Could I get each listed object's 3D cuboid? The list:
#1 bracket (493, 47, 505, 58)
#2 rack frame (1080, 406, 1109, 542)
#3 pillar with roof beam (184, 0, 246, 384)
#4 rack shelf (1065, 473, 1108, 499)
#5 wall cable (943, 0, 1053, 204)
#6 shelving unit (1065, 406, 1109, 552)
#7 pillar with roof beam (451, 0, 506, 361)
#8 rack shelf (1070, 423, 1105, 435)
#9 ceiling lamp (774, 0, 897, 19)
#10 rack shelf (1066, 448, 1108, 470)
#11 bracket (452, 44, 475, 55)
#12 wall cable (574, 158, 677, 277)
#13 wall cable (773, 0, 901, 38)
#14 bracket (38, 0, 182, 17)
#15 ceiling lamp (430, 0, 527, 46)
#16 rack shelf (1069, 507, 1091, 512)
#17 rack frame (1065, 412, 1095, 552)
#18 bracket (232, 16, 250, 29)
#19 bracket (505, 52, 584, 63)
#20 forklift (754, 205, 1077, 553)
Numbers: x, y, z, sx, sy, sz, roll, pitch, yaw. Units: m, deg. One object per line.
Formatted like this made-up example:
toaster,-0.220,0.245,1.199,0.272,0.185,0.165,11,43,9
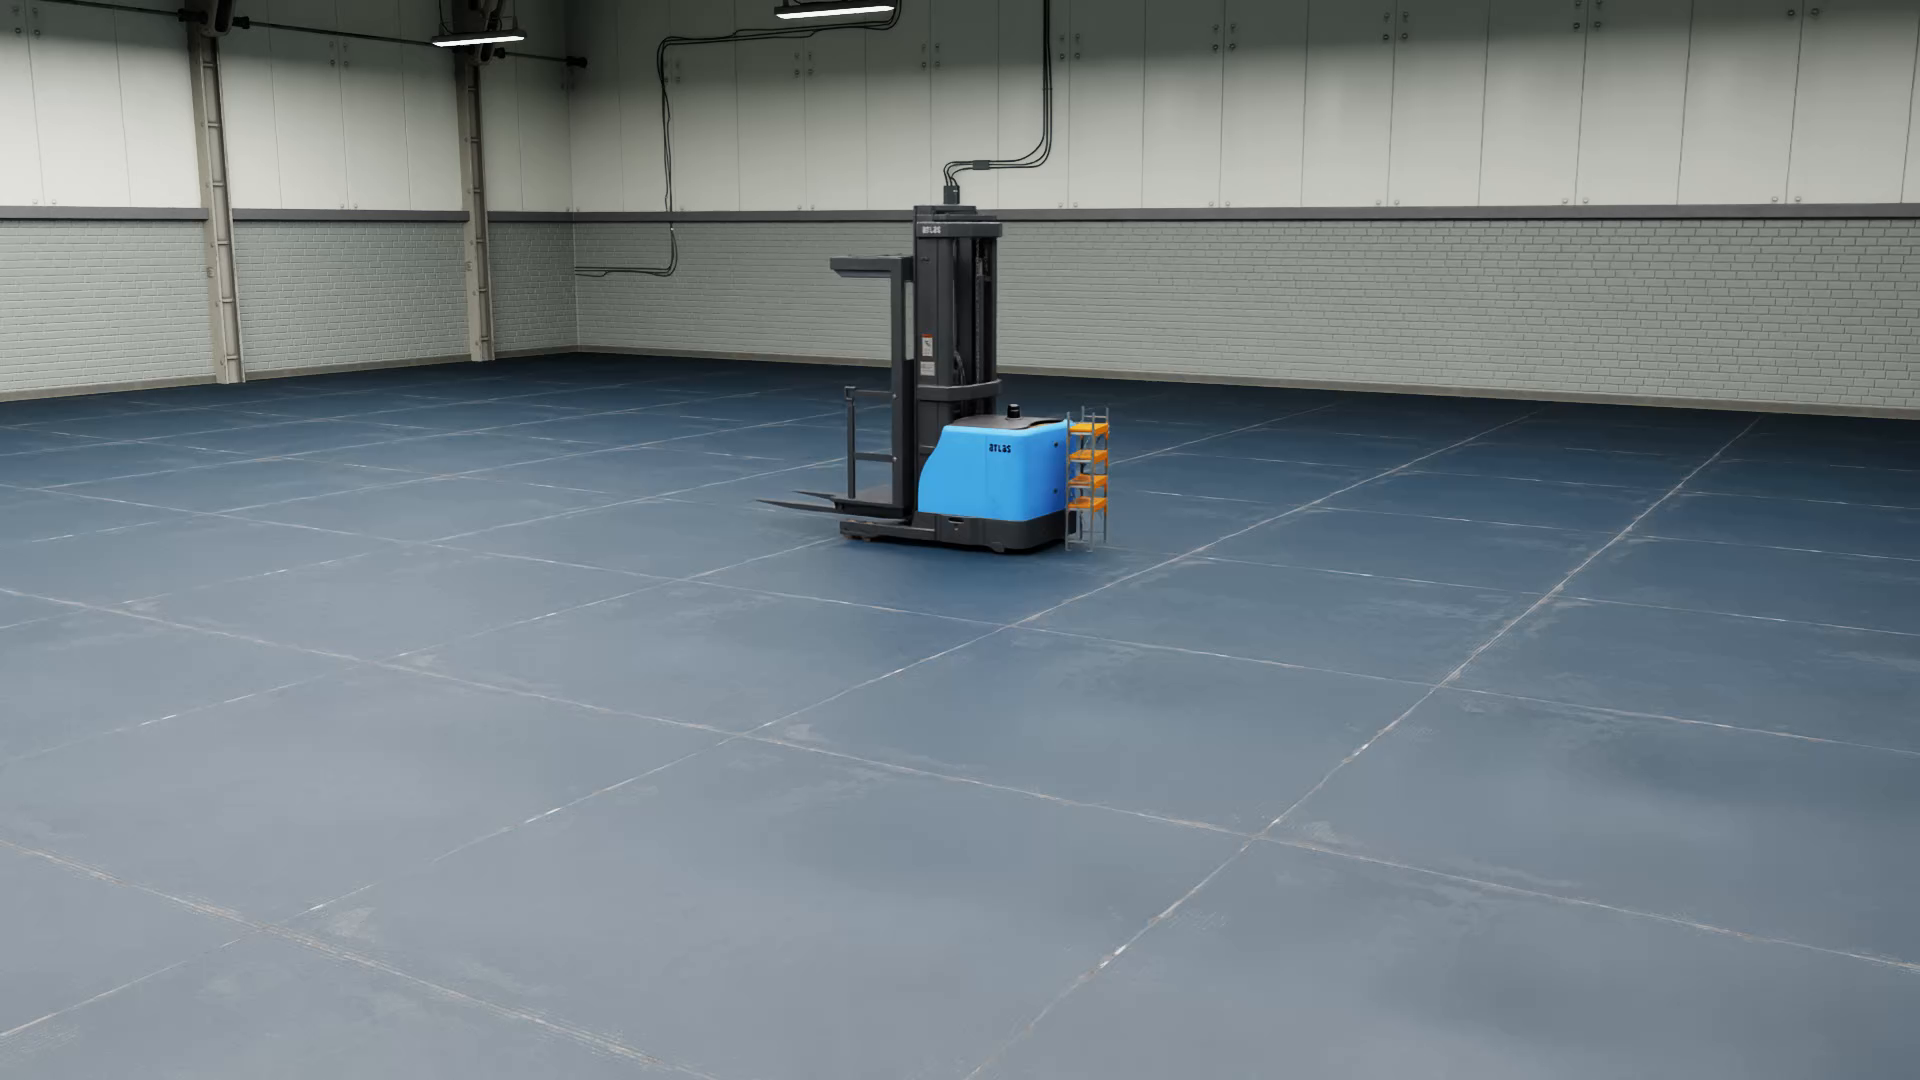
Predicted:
bracket,-9.564,-10.017,34.140,0.235,0.232,0.430,6,12,31
rack frame,1.185,-0.578,14.695,0.240,1.200,0.015,4,11,19
pillar with roof beam,-9.518,-6.862,27.066,9.100,9.000,0.400,6,12,31
rack shelf,1.106,-0.470,14.481,0.258,0.148,0.480,4,11,19
wall cable,0.683,-9.316,30.932,2.305,6.003,0.169,6,12,31
shelving unit,1.106,-0.536,14.468,0.258,1.200,0.503,4,11,19
pillar with roof beam,-6.403,-7.805,32.106,9.100,9.000,0.548,6,12,31
rack shelf,1.107,-0.960,14.389,0.221,0.050,0.457,4,11,19
ceiling lamp,-1.713,-9.318,24.325,2.000,3.185,0.800,6,12,31
rack shelf,1.107,-0.689,14.440,0.258,0.148,0.480,4,11,19
bracket,-9.995,-9.887,33.442,0.235,0.232,0.430,6,12,31
wall cable,-7.423,-7.027,36.389,3.097,2.526,0.112,6,12,31
wall cable,-2.466,-11.191,32.546,3.097,2.526,0.112,6,12,31
bracket,-14.447,-8.538,26.237,0.076,0.066,4.783,6,12,31
ceiling lamp,-8.029,-10.024,28.096,2.000,3.185,0.800,6,12,31
rack shelf,1.106,-0.303,14.512,0.199,0.029,0.442,4,11,19
rack frame,1.027,-0.493,14.242,0.240,1.200,0.015,4,11,19
bracket,-12.679,-9.074,29.099,0.235,0.232,0.430,6,12,31
bracket,-8.640,-10.297,35.634,0.076,0.066,3.189,6,12,31
forklift,-0.483,-1.512,14.982,3.031,2.935,1.130,6,12,31
